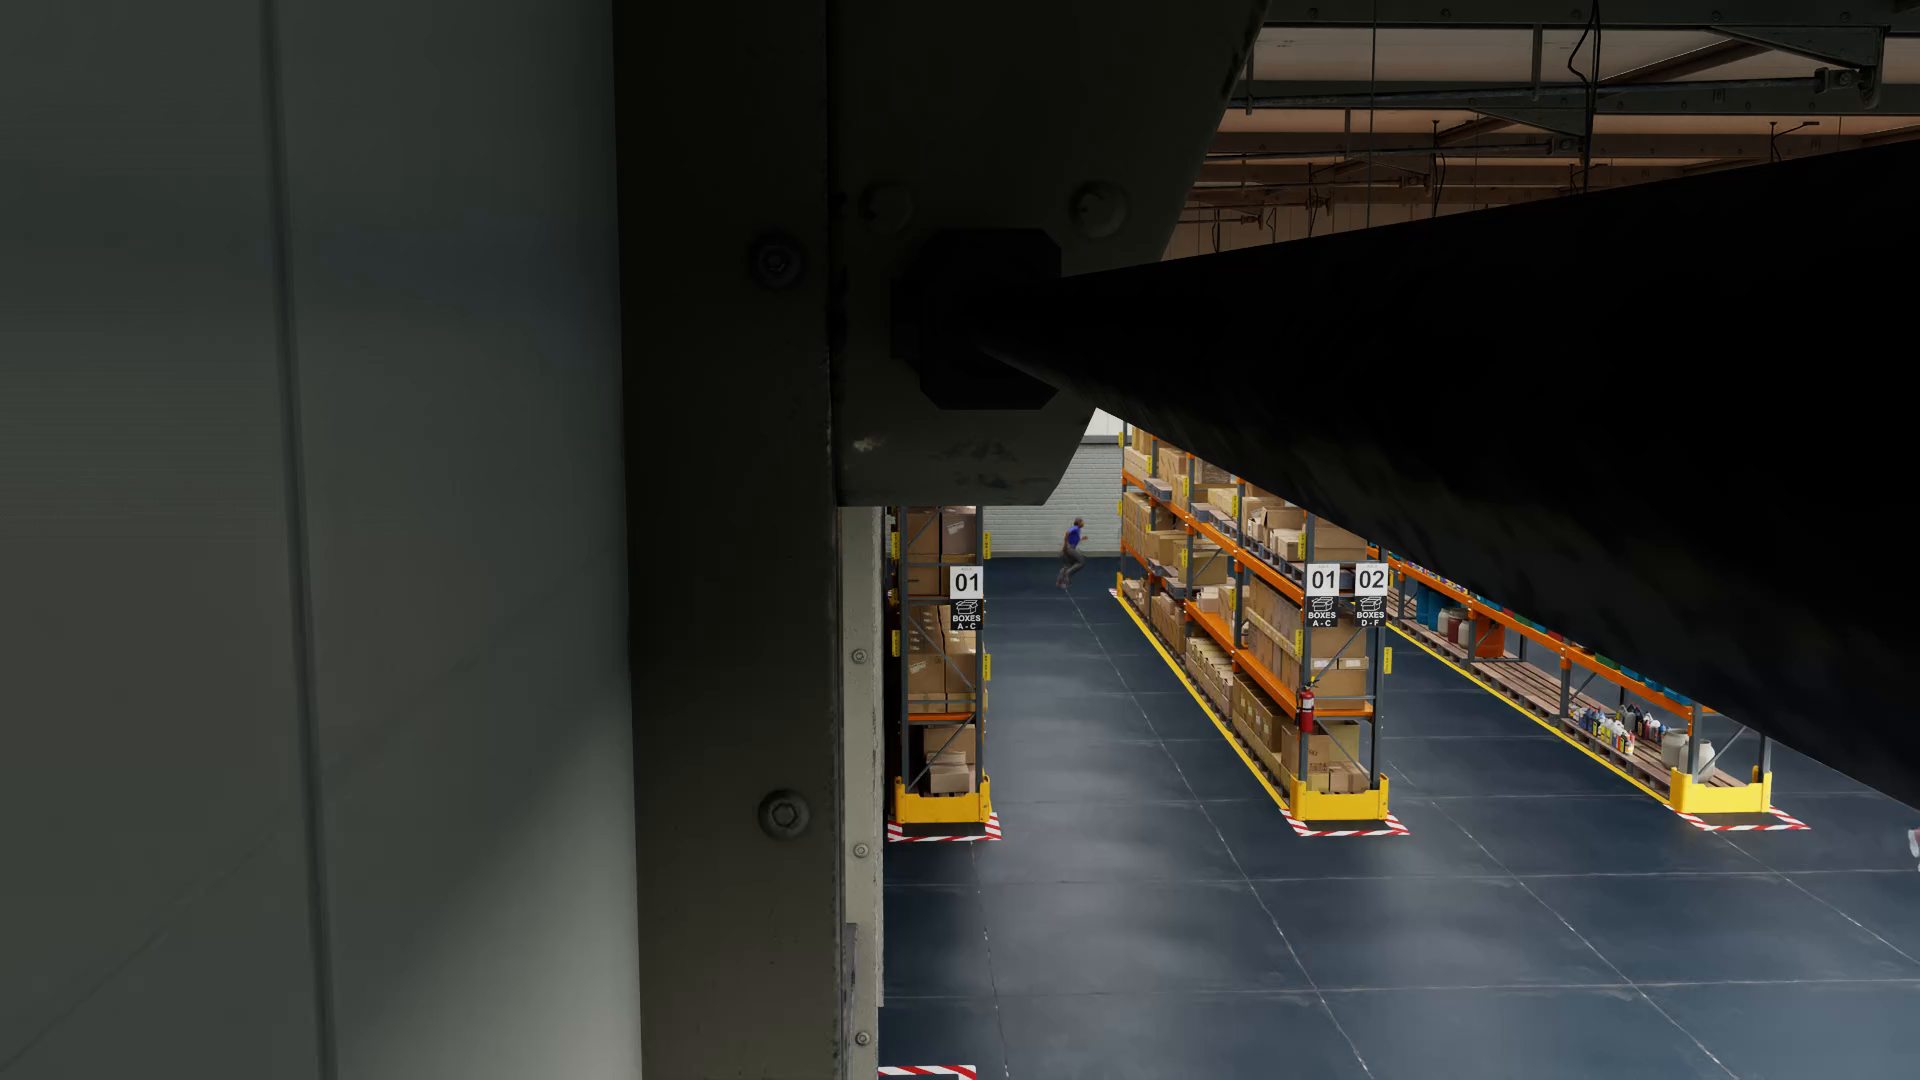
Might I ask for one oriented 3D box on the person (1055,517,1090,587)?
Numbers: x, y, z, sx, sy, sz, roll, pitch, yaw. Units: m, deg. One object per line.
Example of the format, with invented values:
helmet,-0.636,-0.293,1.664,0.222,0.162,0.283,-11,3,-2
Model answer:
person,2.545,0.272,37.537,0.800,1.575,0.561,-2,8,-11
